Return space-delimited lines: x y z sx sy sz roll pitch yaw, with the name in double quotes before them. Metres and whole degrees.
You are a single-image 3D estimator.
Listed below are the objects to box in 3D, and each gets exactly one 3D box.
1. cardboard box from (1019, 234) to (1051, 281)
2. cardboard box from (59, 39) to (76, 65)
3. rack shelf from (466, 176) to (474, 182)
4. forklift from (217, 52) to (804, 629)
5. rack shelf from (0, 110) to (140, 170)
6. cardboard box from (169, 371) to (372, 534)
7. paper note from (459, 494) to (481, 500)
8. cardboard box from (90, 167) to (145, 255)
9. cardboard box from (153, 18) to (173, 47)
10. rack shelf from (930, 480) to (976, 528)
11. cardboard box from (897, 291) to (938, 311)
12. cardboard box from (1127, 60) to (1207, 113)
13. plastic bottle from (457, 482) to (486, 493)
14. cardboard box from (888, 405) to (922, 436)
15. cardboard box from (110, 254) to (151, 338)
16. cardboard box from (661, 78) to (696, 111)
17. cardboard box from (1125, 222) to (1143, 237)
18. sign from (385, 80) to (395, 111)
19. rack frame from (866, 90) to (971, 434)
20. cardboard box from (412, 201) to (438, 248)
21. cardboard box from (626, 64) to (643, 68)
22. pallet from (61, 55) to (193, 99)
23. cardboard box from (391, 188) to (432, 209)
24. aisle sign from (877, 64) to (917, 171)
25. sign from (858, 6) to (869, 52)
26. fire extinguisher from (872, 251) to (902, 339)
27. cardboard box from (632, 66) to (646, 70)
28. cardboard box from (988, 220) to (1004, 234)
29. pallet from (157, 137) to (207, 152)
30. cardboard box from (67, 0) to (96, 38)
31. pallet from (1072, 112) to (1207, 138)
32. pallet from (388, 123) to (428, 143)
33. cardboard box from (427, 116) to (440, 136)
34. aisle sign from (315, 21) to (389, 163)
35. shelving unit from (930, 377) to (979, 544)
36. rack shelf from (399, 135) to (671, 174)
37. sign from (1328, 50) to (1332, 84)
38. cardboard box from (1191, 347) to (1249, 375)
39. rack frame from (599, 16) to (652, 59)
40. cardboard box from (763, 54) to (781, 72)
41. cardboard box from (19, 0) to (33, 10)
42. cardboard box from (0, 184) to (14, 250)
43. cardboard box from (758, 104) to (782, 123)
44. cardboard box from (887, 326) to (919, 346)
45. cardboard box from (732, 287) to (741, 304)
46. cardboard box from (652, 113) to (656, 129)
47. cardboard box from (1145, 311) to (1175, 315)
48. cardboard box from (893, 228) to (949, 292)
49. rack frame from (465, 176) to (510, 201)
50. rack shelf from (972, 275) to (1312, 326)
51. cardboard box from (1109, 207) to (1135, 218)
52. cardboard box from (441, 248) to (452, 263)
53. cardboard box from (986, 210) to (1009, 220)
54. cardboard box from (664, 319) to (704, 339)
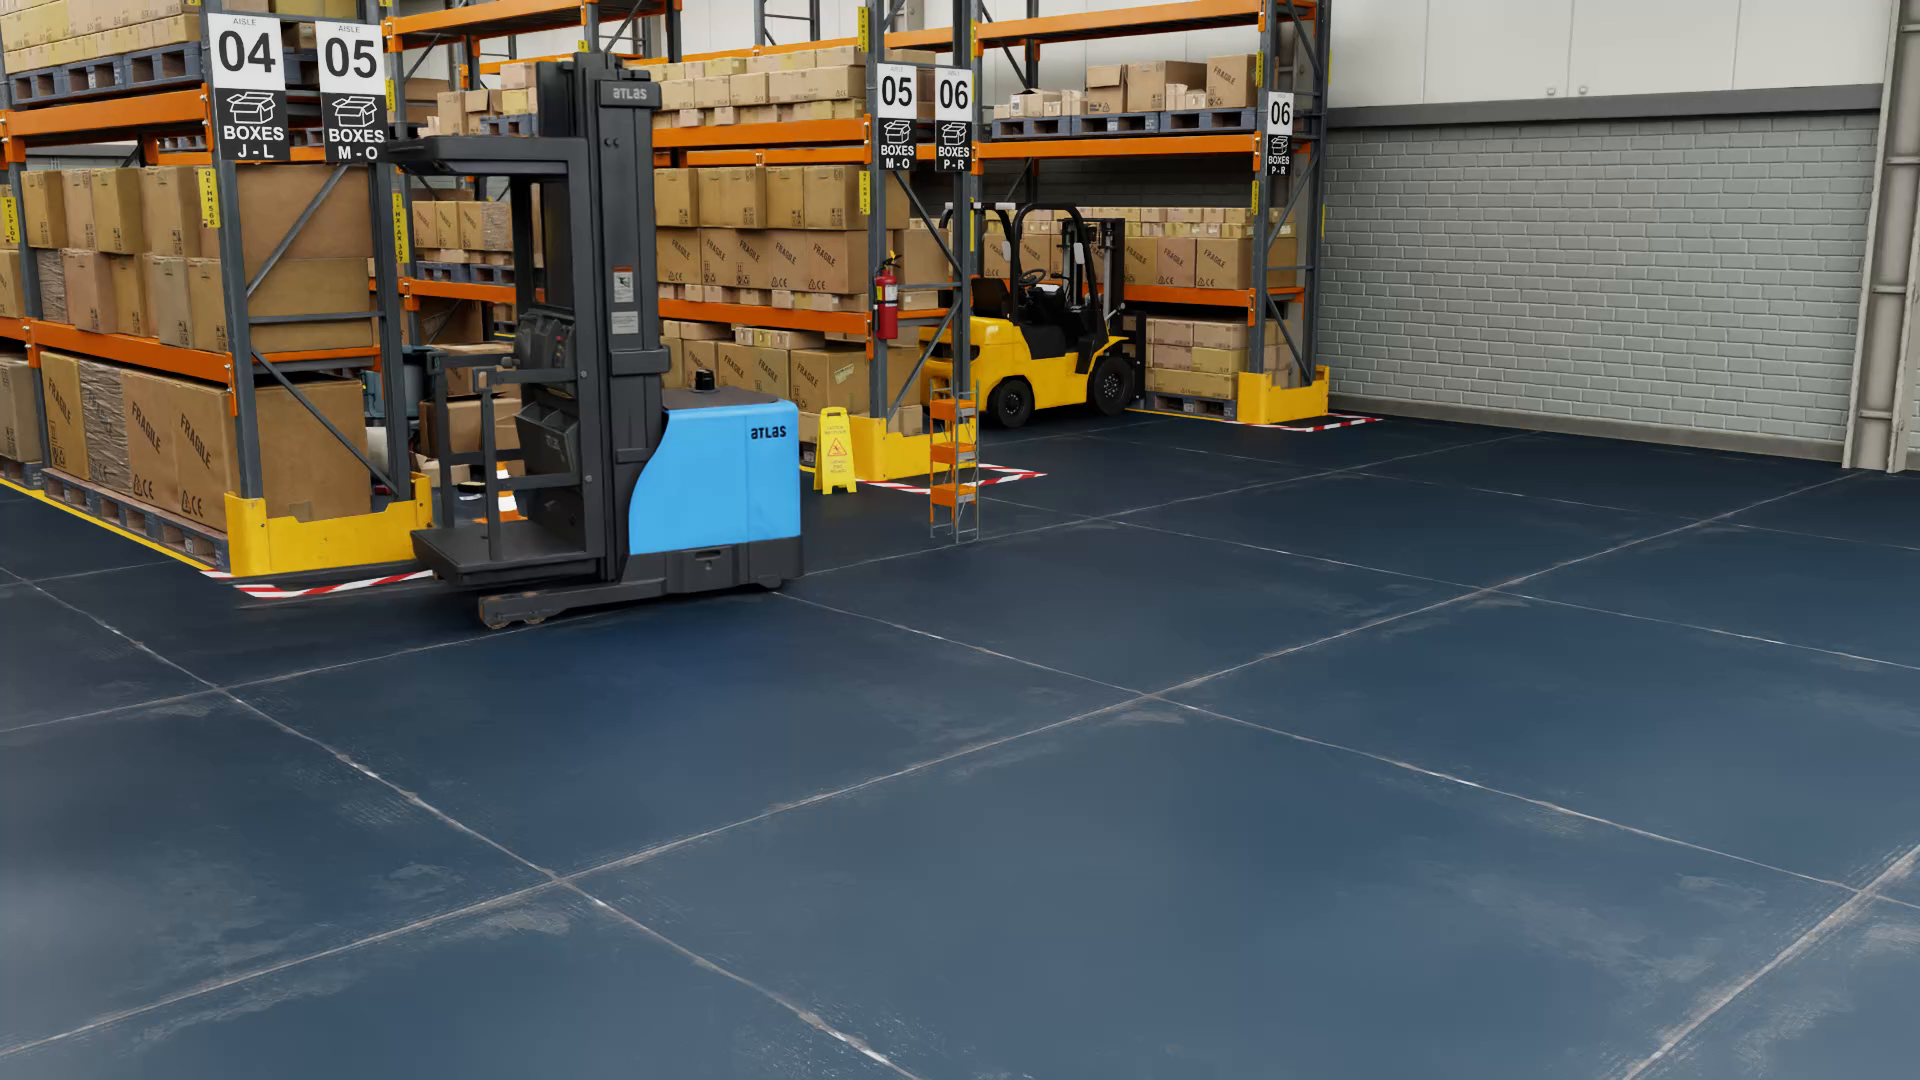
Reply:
"cardboard box" 0.998 -3.172 18.626 0.500 0.500 0.500 -11 16 -42
"cardboard box" -5.702 -3.216 10.987 0.380 0.149 0.250 -11 16 -43
"rack shelf" -6.397 -5.874 26.339 1.077 0.370 4.000 -11 16 -43
"forklift" -2.431 -1.093 8.955 3.031 2.935 1.130 -7 13 -30
"rack shelf" -7.970 -3.310 13.892 1.077 0.370 4.000 -11 16 -43
"cardboard box" -4.342 -0.572 10.480 0.875 0.875 0.875 -11 16 -42
"paper note" -3.652 -0.322 12.402 0.144 0.017 0.142 -5 13 -23
"cardboard box" -5.250 -2.207 11.140 0.875 0.550 0.500 -11 16 -43
"cardboard box" -4.474 -2.956 9.728 0.380 0.149 0.250 -11 16 -42
"rack shelf" -0.037 -0.239 10.902 0.215 0.259 0.240 -11 16 -43
"cardboard box" -0.401 -1.977 13.698 0.380 0.149 0.250 -11 16 -42
"cardboard box" 2.155 -4.681 17.228 0.700 0.500 0.500 -11 16 -42
"plastic bottle" -3.747 -0.405 12.727 0.283 0.061 0.133 6 13 26
"cardboard box" -0.673 -1.037 14.285 0.500 0.250 0.500 -11 16 -43
"cardboard box" -5.203 -1.687 11.293 0.875 0.550 0.500 -11 16 -43
"cardboard box" -2.273 -3.896 14.588 0.500 0.250 0.500 -11 16 -42
"cardboard box" 1.926 -3.276 17.524 0.380 0.149 0.250 -11 16 -42
"sign" -6.248 -4.874 18.226 0.100 0.325 0.005 -11 16 -43
"rack frame" -0.316 -2.022 13.292 1.000 3.000 0.127 -11 16 -43
"cardboard box" -5.697 -3.492 18.401 0.500 0.500 0.500 11 16 44
"cardboard box" -3.543 -4.664 16.776 0.500 0.250 0.500 -11 16 -44
"pallet" -5.193 -3.028 10.961 1.003 0.211 1.213 -11 16 -43
"cardboard box" -6.387 -3.767 19.037 0.500 0.500 0.500 11 16 44
"aisle sign" -0.483 -3.246 12.789 0.394 0.787 0.004 -11 16 -43
"sign" -0.731 -3.850 12.539 0.100 0.325 0.005 -11 16 -43
"fire extinguisher" -0.570 -1.903 12.907 0.296 0.674 0.183 -11 16 -43
"cardboard box" -2.720 -4.177 14.966 0.250 0.149 0.380 11 16 43
"cardboard box" 0.539 -3.581 19.006 0.380 0.149 0.250 -11 16 -43
"pallet" -10.845 -5.676 23.814 1.003 0.211 1.213 -11 16 -43
"cardboard box" -5.405 -3.366 10.728 0.500 0.250 0.500 -11 16 -42
"pallet" 1.955 -4.425 17.741 1.003 0.211 1.213 -11 16 -43
"pallet" -6.324 -4.653 19.095 1.213 0.211 1.003 -10 15 -40
"cardboard box" -5.570 -4.486 18.151 0.396 0.266 0.258 -11 16 -43
"aisle sign" -3.560 -2.622 9.762 0.394 0.787 0.004 -11 16 -43
"shelving unit" -0.037 -0.522 10.843 0.215 1.050 0.252 -11 16 -43
"rack shelf" -4.459 -4.014 17.312 1.077 0.370 4.000 -11 16 -43
"sign" 3.677 -4.727 16.624 0.100 0.325 0.005 -11 16 -43
"cardboard box" 2.709 -1.845 16.970 0.500 0.250 0.500 -11 16 -43
"rack frame" -5.016 -7.404 24.547 1.000 3.000 0.127 -11 16 -43
"cardboard box" -1.405 -3.925 13.744 0.380 0.149 0.250 -11 16 -43
"cardboard box" -6.231 -3.718 11.448 0.380 0.149 0.250 -11 16 -43
"cardboard box" -7.292 -2.586 13.305 0.700 0.500 0.500 -11 16 -43
"cardboard box" -1.452 -3.532 13.812 0.380 0.149 0.250 -11 16 -43
"cardboard box" -0.390 -2.529 20.599 0.875 0.625 0.625 -11 16 -43
"cardboard box" -1.770 -2.149 14.533 0.380 0.149 0.250 -11 16 -43
"cardboard box" -2.649 -3.805 15.137 0.380 0.149 0.250 -11 16 -43
"cardboard box" 2.042 -2.382 18.335 0.500 0.250 0.500 -11 16 -44
"cardboard box" -0.442 -2.324 13.775 0.500 0.500 0.500 -11 16 -43
"rack frame" -7.778 -5.049 27.986 1.000 3.000 0.127 -11 16 -43
"rack shelf" 1.890 -2.654 18.141 1.077 0.370 4.000 -11 16 -43
"cardboard box" 1.808 -3.472 17.740 0.380 0.149 0.250 -11 16 -42
"cardboard box" -5.424 -3.106 18.138 0.250 0.149 0.380 10 16 41
"cardboard box" 0.515 -3.722 18.953 0.380 0.149 0.250 -10 16 -41
"cardboard box" -2.467 -1.925 15.127 0.380 0.149 0.250 -10 15 -40
